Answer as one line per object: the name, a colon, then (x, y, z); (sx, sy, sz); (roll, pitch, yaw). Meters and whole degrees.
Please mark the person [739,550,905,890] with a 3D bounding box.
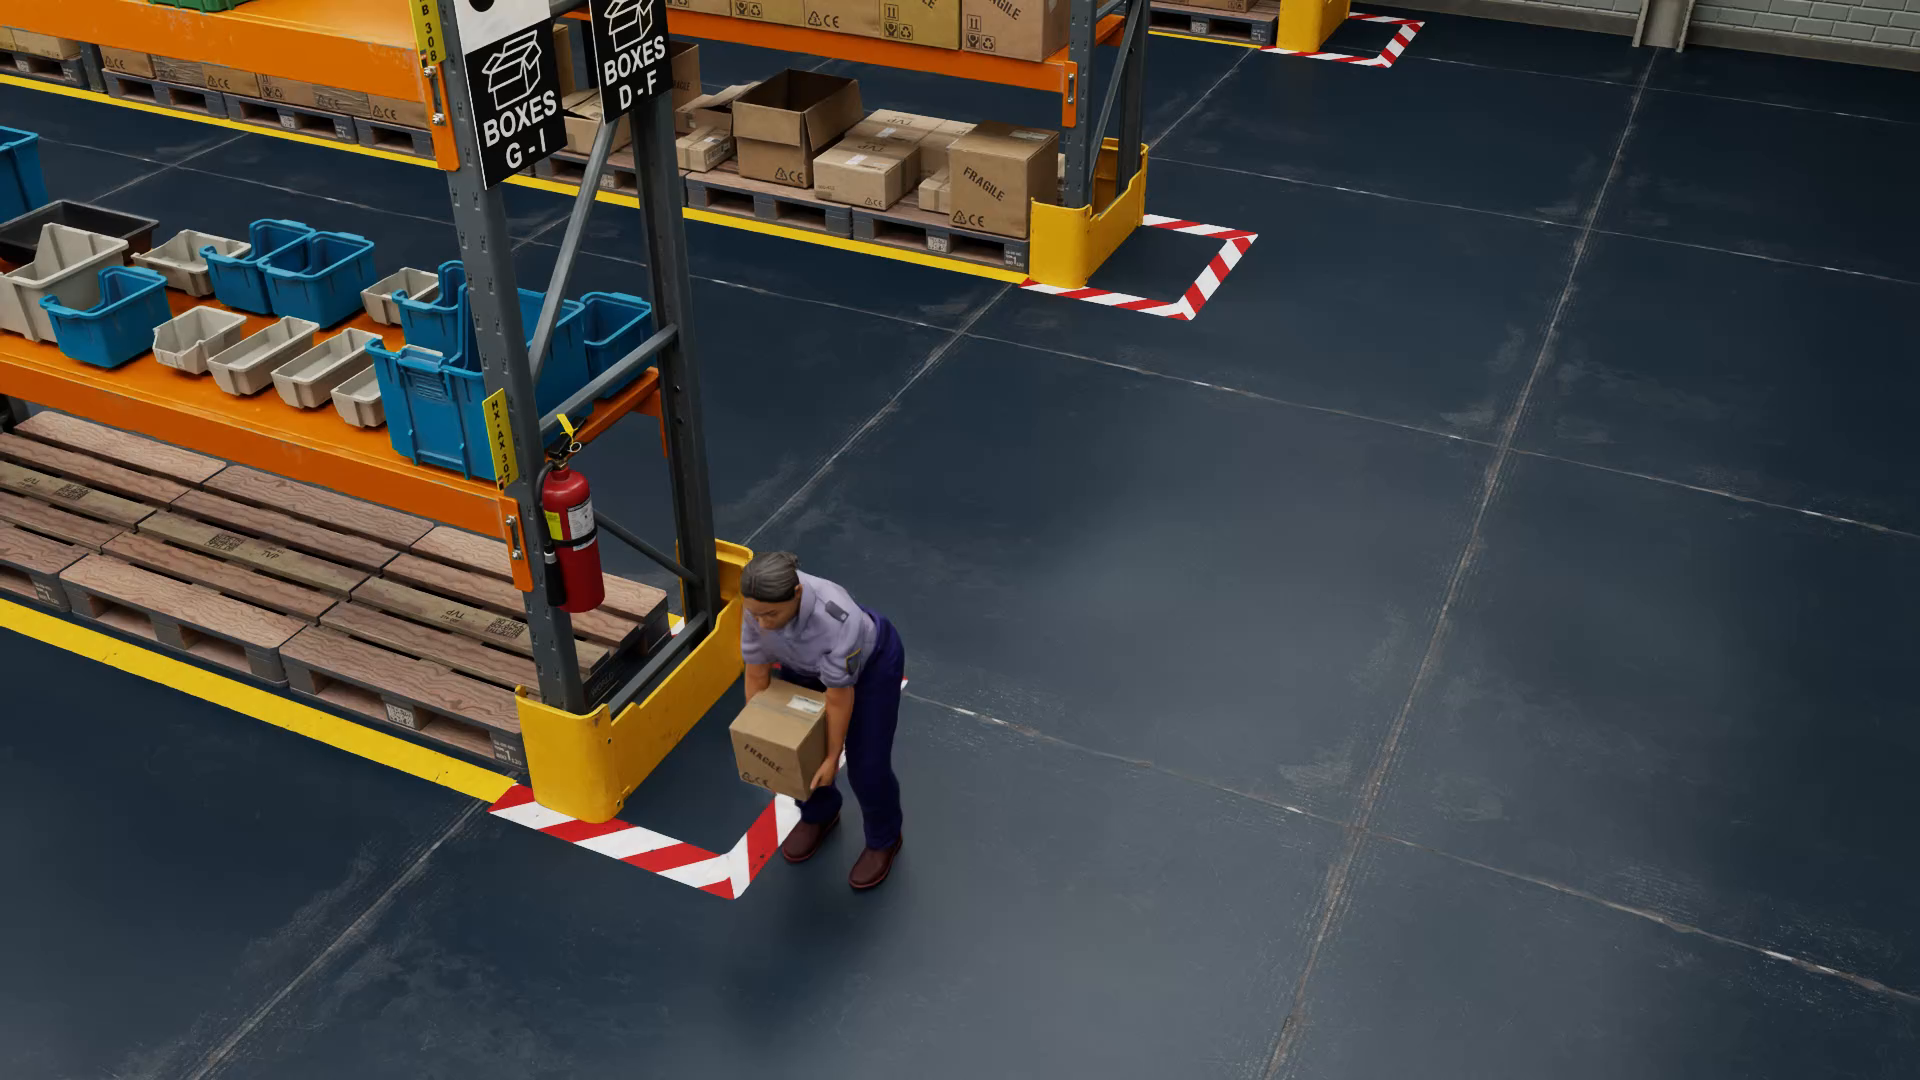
person: (-0.469, 0.551, 5.479); (0.441, 1.497, 0.675); (16, 37, 22)
